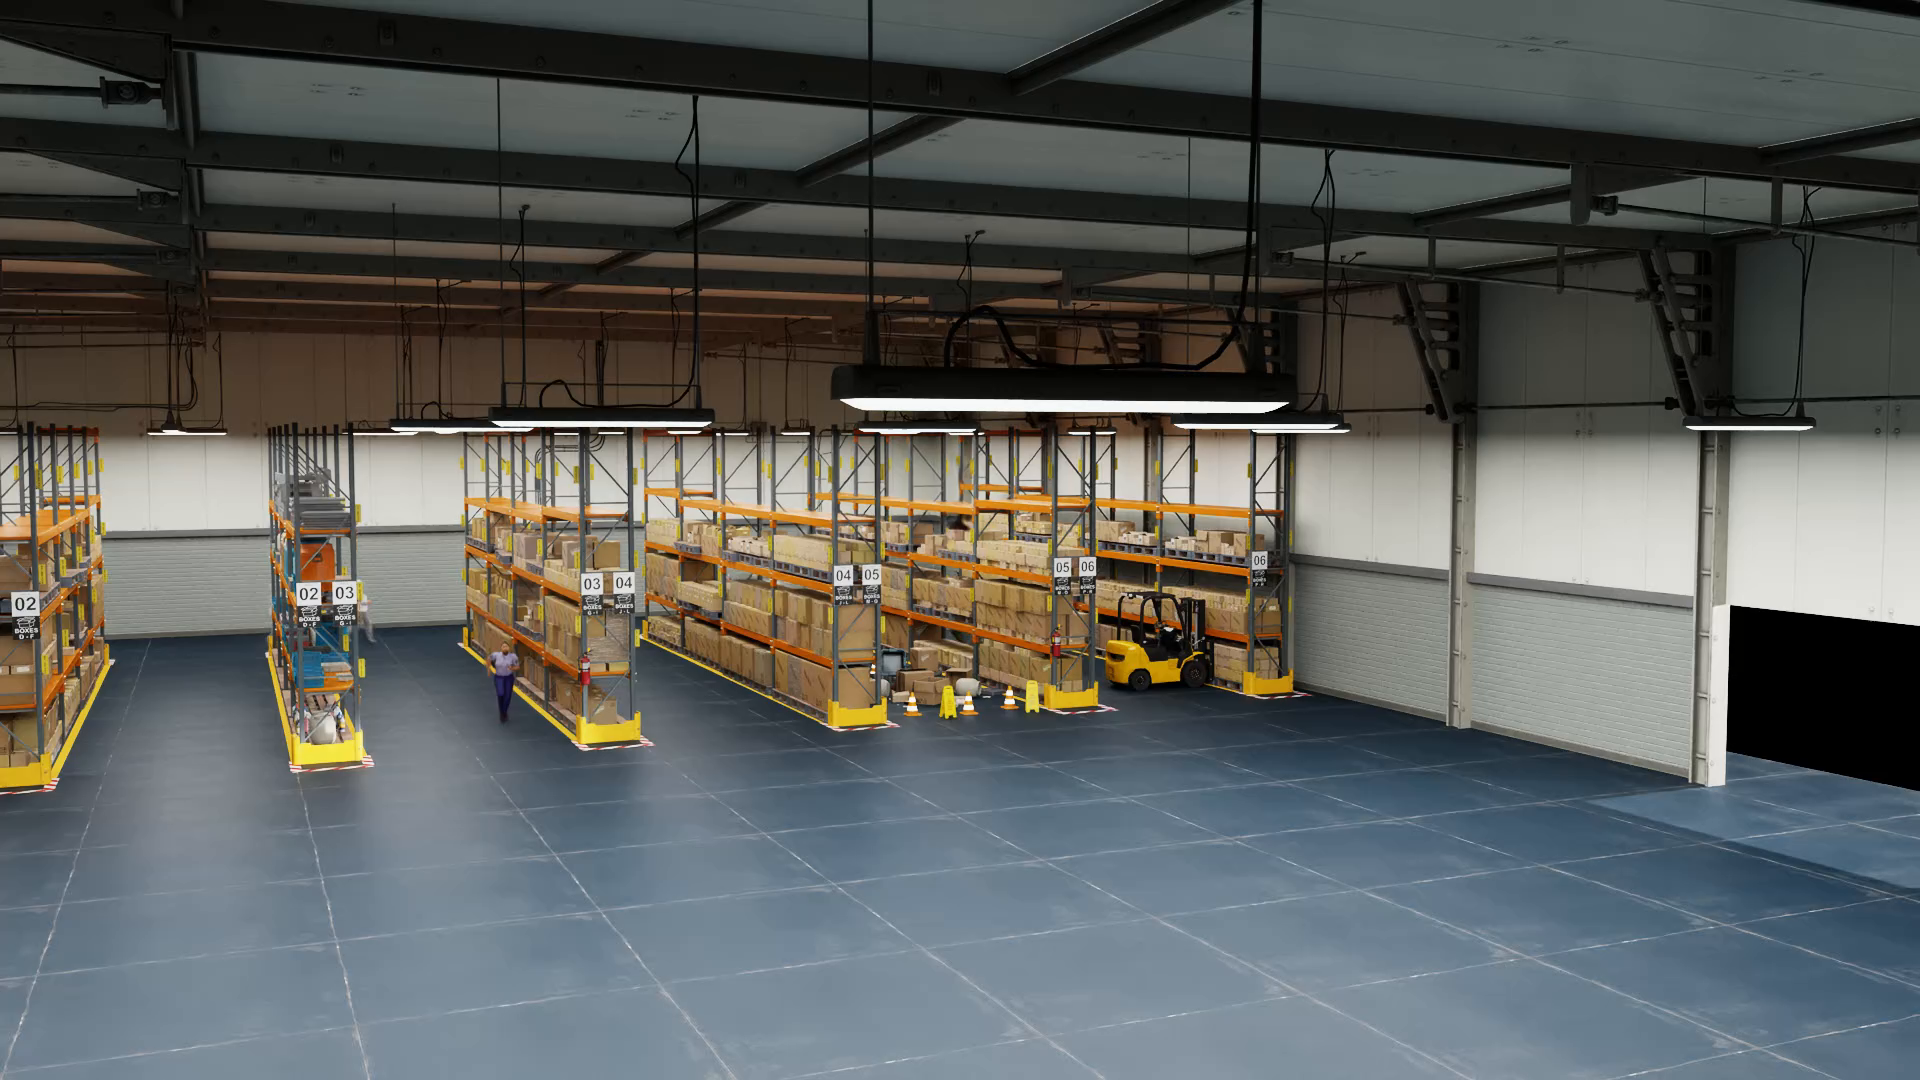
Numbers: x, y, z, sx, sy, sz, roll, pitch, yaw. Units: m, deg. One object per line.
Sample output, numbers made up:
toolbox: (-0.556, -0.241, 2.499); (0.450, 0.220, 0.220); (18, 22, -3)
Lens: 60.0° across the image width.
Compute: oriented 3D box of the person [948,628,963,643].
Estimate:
person: (-0.071, 2.072, 45.546); (0.654, 1.744, 0.532); (-2, 4, -28)

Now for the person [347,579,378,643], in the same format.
person: (-16.738, 1.963, 46.415); (0.896, 1.730, 0.667); (-1, 4, -11)

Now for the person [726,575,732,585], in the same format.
person: (-6.937, 1.867, 50.020); (0.747, 1.655, 0.607); (-2, 4, -35)

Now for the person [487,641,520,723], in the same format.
person: (-9.209, 2.898, 33.572); (0.630, 1.561, 0.795); (-1, 4, -20)
